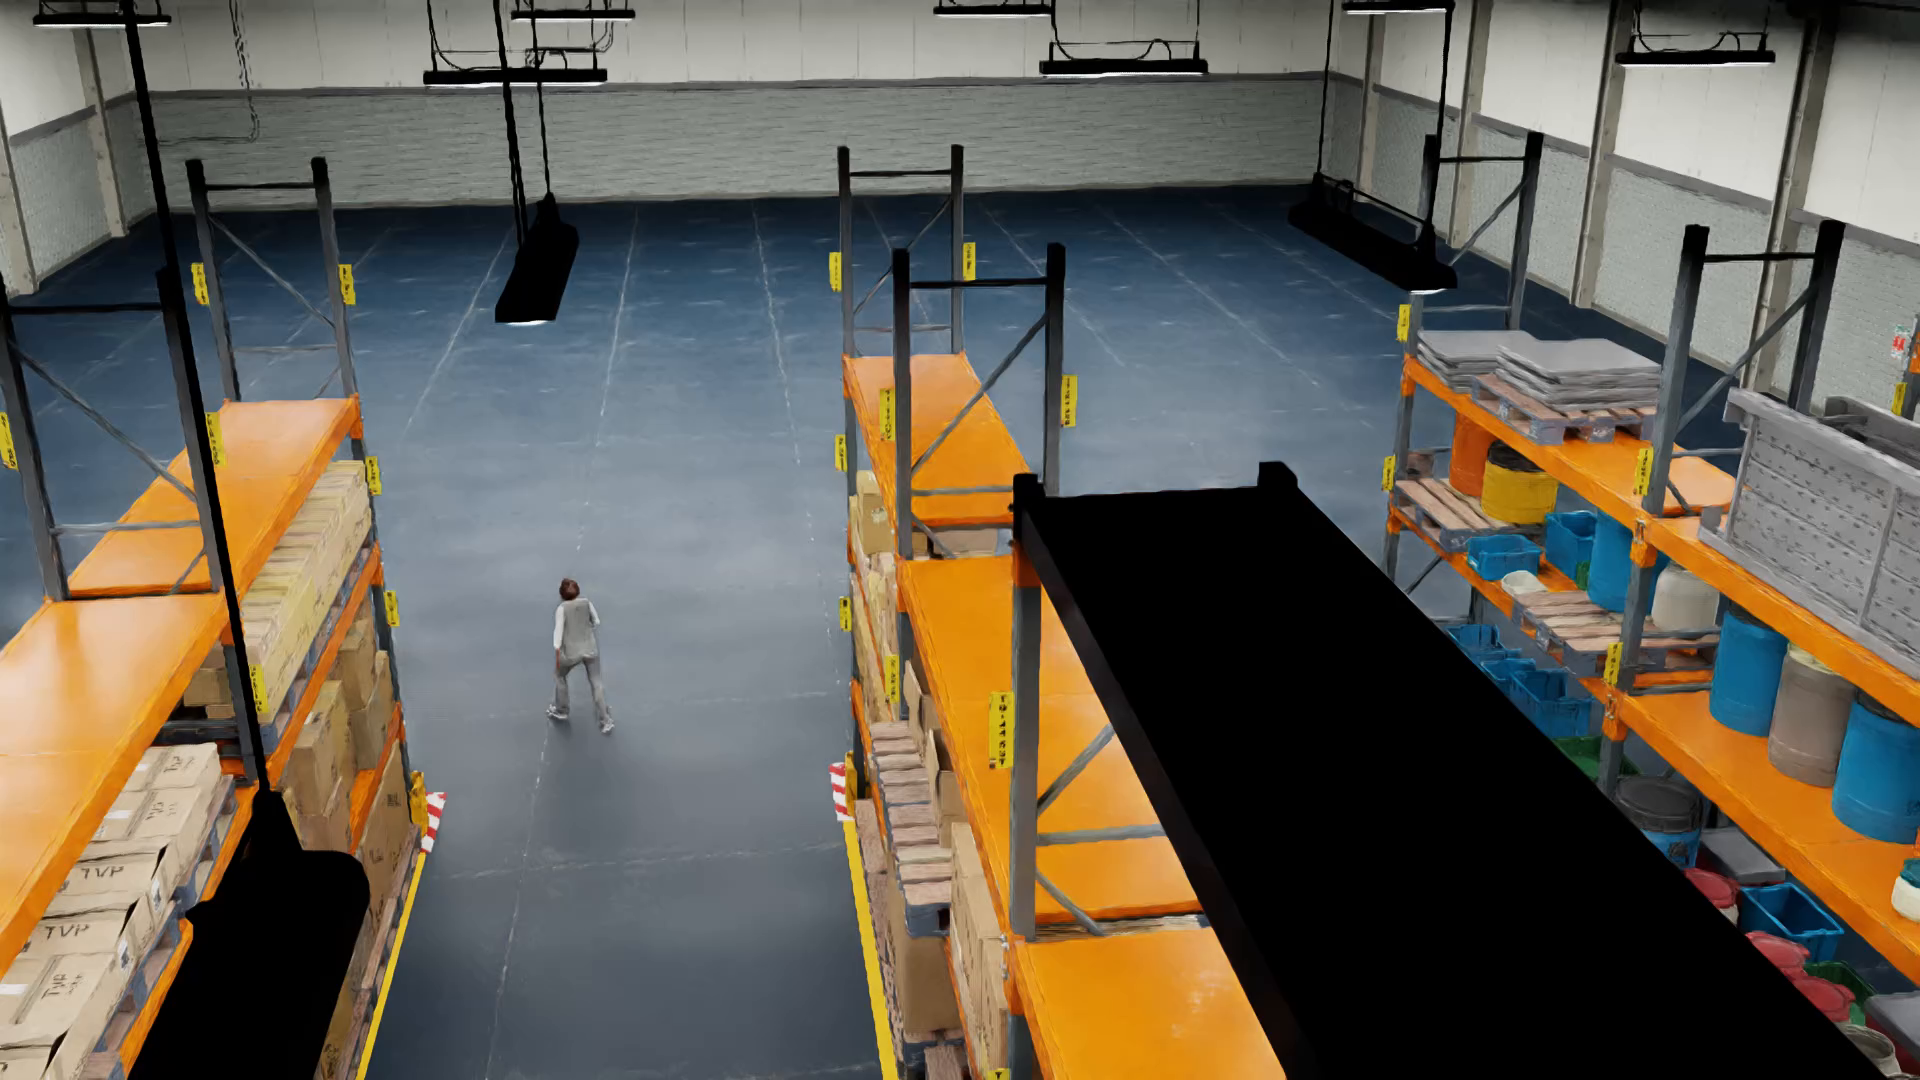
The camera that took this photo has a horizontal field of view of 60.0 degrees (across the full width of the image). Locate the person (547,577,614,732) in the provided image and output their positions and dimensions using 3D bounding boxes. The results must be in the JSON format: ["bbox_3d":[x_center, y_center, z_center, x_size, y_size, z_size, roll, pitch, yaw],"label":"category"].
[{"bbox_3d":[-3.837,1.138,16.666,0.573,1.532,0.763,-11,24,-26],"label":"person"}]
